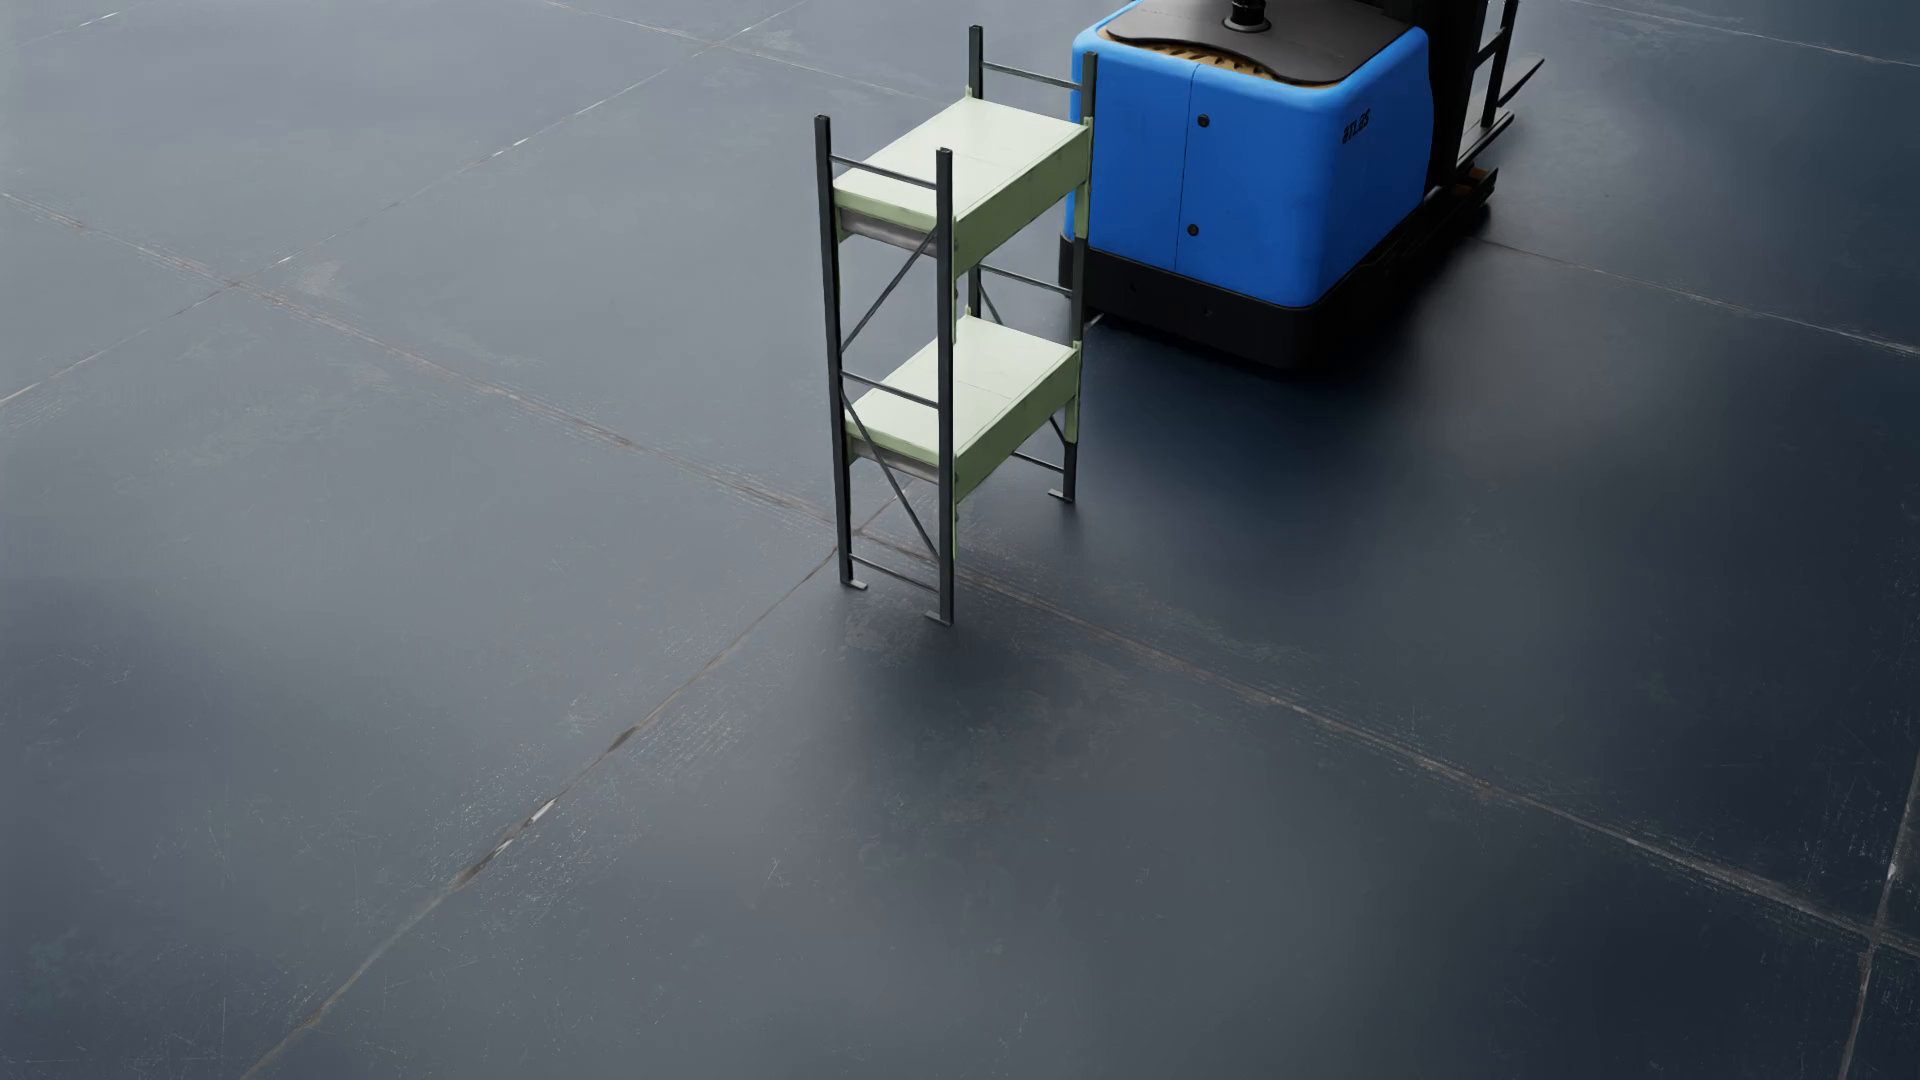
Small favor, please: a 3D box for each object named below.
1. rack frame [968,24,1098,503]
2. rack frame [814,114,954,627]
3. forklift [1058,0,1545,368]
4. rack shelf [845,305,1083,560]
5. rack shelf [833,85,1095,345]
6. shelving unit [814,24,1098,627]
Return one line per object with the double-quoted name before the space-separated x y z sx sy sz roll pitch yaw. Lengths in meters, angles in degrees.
"rack frame" 0.200 -0.786 5.041 0.400 1.500 0.023 21 42 25
"rack frame" -0.193 -0.409 4.552 0.400 1.500 0.023 21 42 25
"forklift" 1.626 -2.631 6.262 1.130 2.935 3.031 23 43 27
"rack shelf" 0.004 -0.339 4.996 0.431 0.370 0.720 21 42 25
"rack shelf" 0.004 -0.907 4.558 0.431 0.370 0.720 21 42 25
"shelving unit" 0.004 -0.597 4.797 0.431 1.500 0.755 21 42 25
